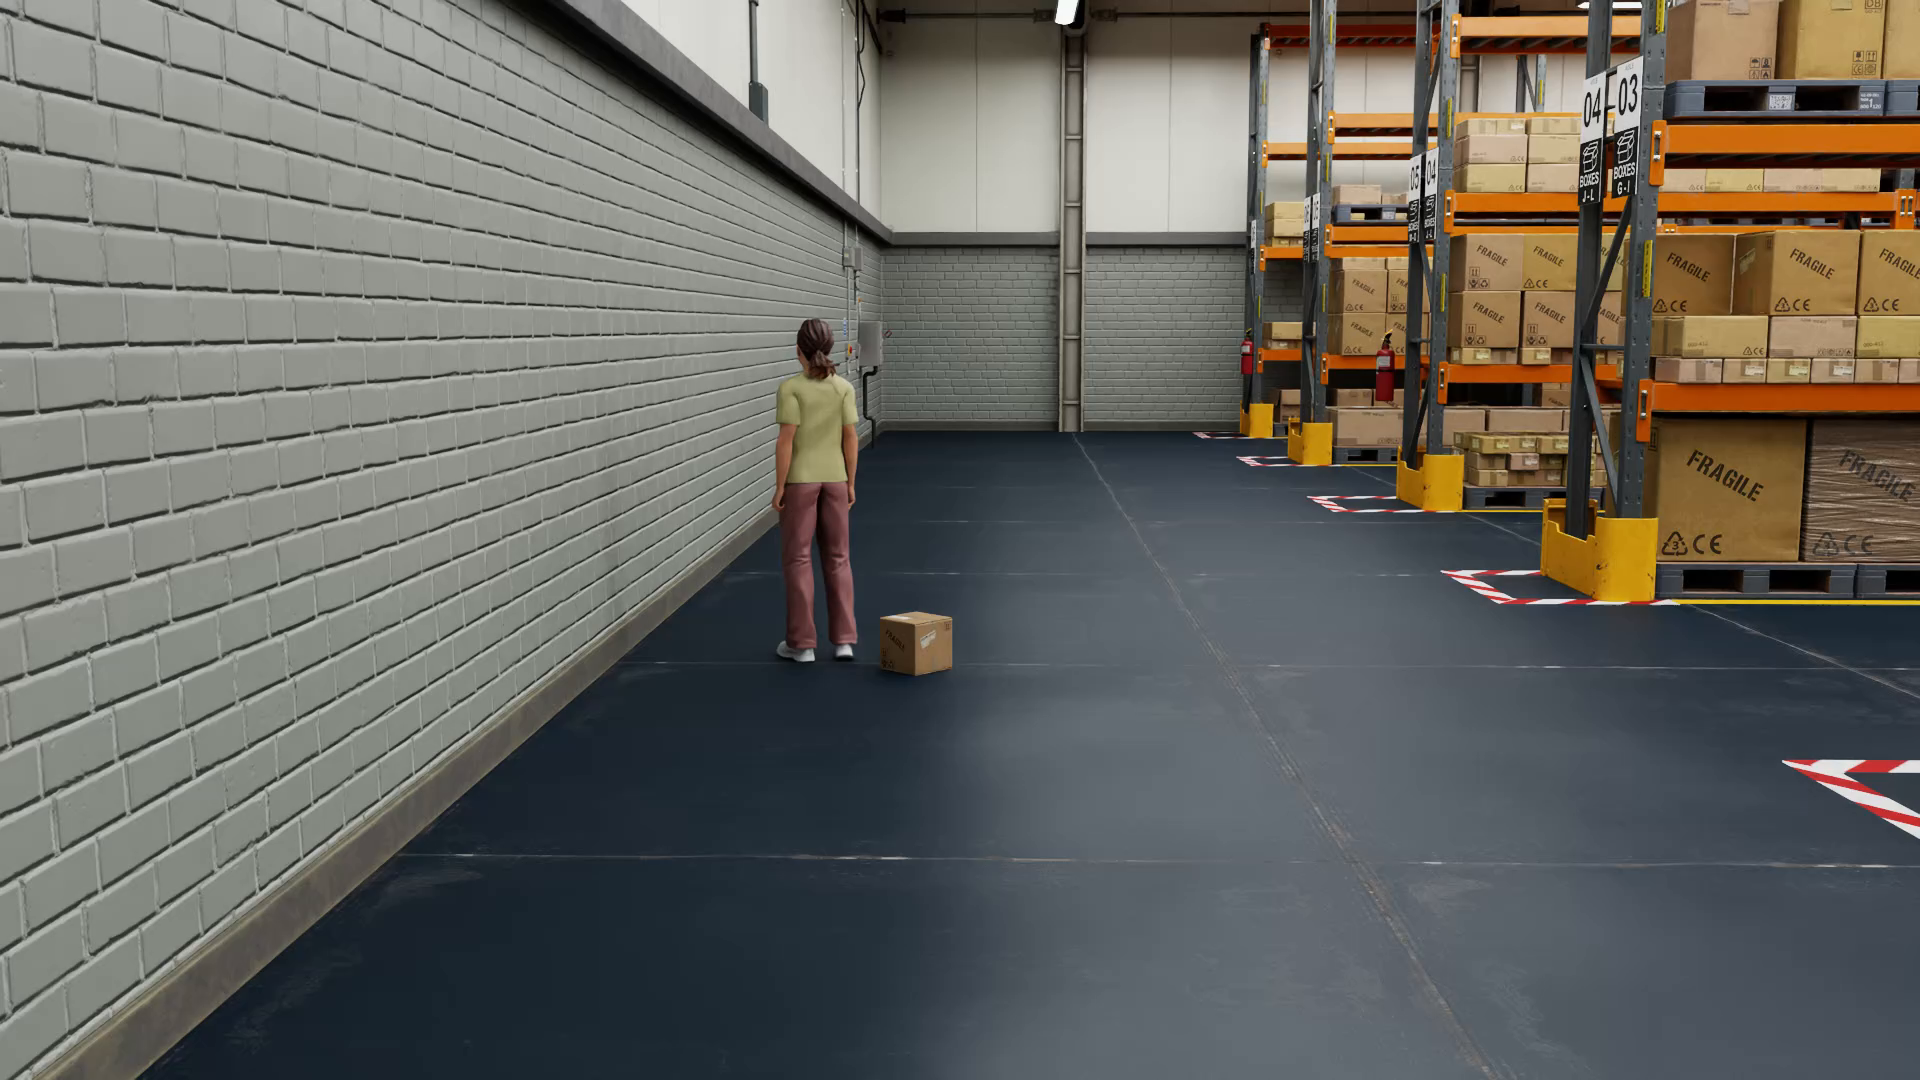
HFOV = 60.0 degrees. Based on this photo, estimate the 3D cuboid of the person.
[{"bbox_3d":[-0.721,-0.226,8.159,0.436,1.703,0.387,-4,8,-27],"label":"person"}]
